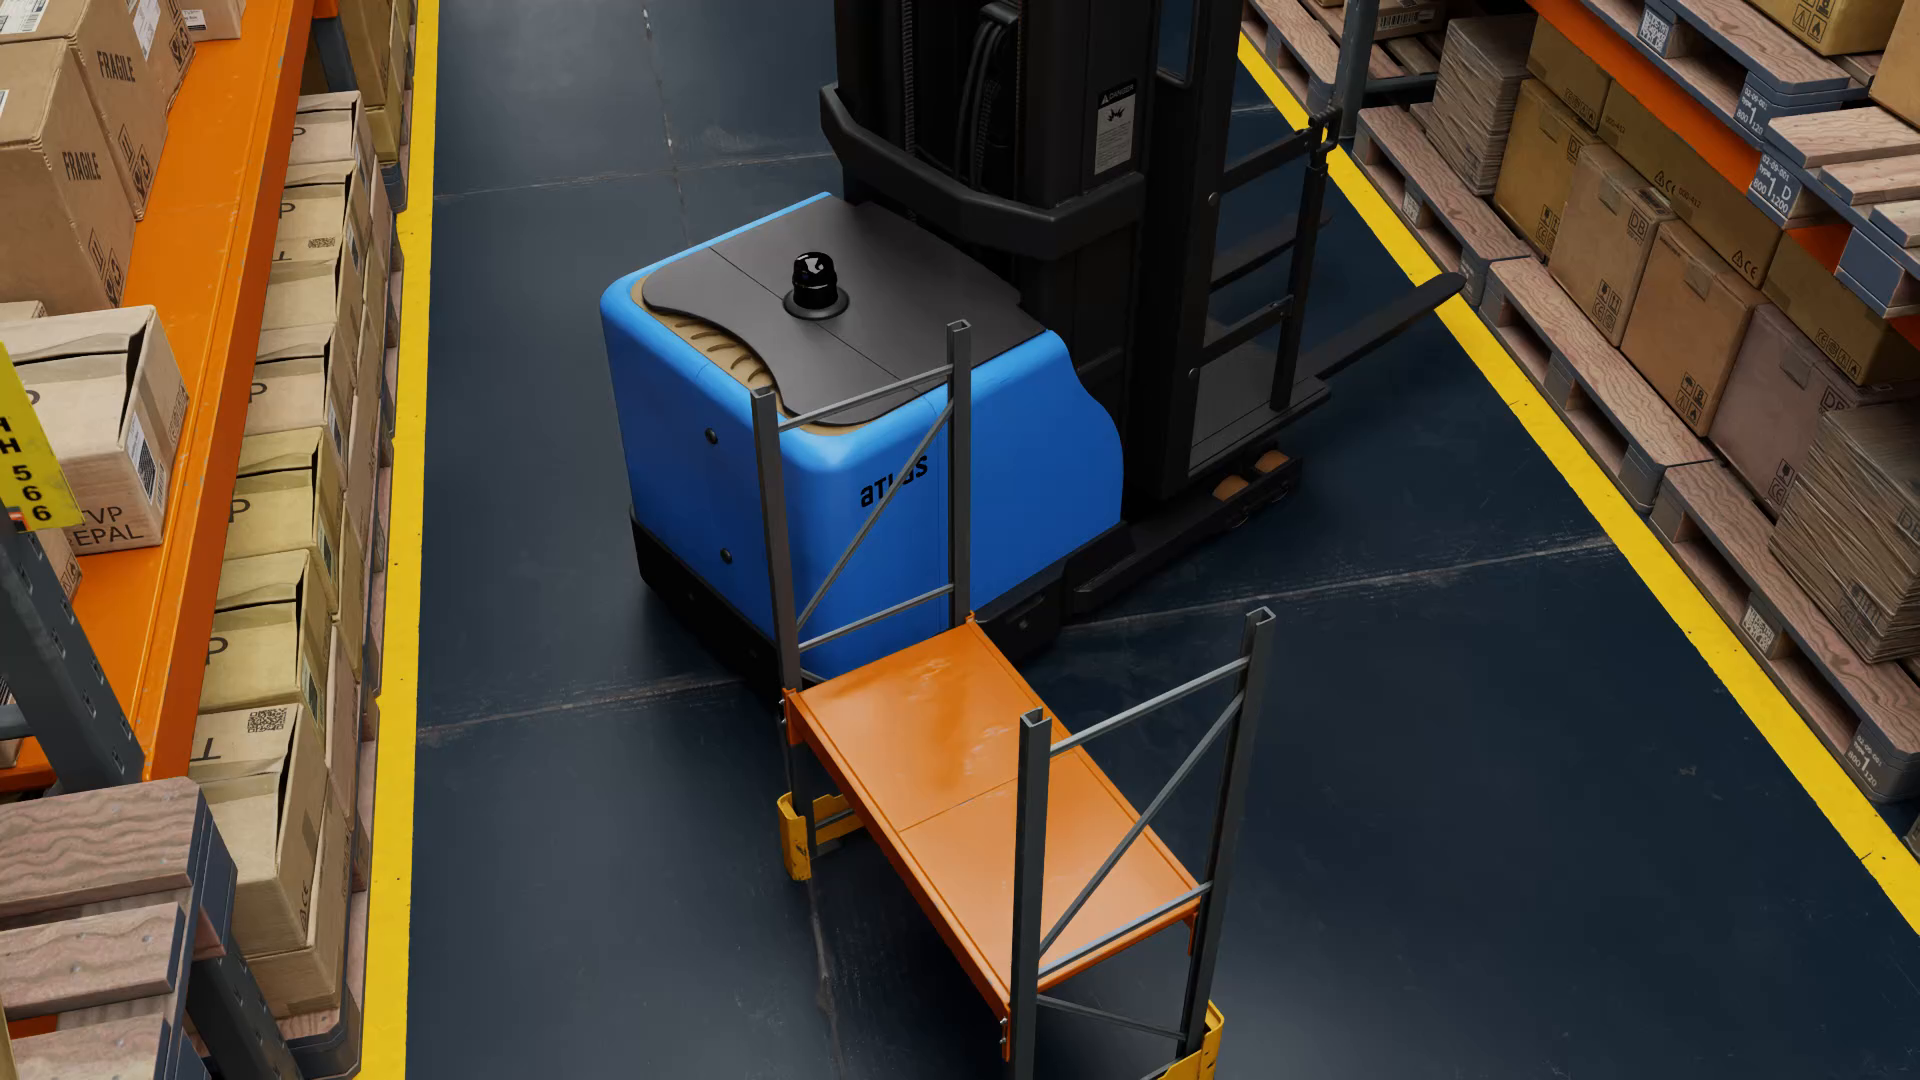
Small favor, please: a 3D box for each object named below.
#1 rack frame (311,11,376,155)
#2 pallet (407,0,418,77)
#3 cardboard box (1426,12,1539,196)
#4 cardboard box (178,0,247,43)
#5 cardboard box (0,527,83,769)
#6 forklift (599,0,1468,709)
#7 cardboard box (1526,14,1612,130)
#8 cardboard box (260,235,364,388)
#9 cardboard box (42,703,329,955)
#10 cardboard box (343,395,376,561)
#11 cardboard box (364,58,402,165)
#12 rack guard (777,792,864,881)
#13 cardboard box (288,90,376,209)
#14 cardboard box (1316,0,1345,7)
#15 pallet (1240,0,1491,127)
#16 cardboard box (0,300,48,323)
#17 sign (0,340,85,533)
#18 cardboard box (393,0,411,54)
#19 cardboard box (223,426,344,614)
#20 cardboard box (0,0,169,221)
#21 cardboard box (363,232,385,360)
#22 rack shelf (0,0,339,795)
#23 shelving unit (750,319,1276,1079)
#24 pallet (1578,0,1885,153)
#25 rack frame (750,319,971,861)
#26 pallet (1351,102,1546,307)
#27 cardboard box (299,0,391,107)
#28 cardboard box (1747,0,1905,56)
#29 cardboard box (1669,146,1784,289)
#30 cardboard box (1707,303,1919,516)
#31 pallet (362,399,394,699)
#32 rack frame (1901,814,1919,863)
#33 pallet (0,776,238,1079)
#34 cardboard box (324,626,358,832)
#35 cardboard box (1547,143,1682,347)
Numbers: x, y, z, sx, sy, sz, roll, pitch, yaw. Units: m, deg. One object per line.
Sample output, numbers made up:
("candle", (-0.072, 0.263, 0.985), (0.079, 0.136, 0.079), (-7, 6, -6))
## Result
("rack frame", (-2.729, -2.245, 5.520), (1.000, 3.000, 0.127), (-8, 42, -9))
("pallet", (-3.126, -2.516, 7.926), (1.003, 0.211, 1.213), (-8, 42, -9))
("cardboard box", (2.282, -1.712, 6.471), (0.700, 0.500, 0.500), (-7, 42, -8))
("cardboard box", (-2.360, -1.651, 4.952), (0.396, 0.266, 0.258), (-9, 42, -10))
("cardboard box", (-1.901, 0.139, 2.901), (0.500, 0.311, 0.500), (-6, 42, -7))
("forklift", (0.468, -1.370, 4.585), (3.031, 2.935, 1.130), (-30, 50, -30))
("cardboard box", (2.381, -1.708, 5.901), (0.500, 0.250, 0.500), (-9, 42, -10))
("cardboard box", (-2.138, -0.702, 5.114), (0.500, 0.311, 0.500), (-8, 42, -9))
("cardboard box", (-1.692, 0.628, 3.616), (0.500, 0.311, 0.500), (-7, 42, -8))
("cardboard box", (-2.030, -0.157, 4.922), (0.500, 0.250, 0.500), (-8, 42, -8))
("cardboard box", (-2.533, -1.718, 6.681), (0.500, 0.250, 0.500), (-8, 42, -9))
("rack guard", (-0.188, 0.665, 4.313), (0.587, 0.250, 0.087), (-21, 46, -22))
("cardboard box", (-2.362, -1.362, 5.858), (0.500, 0.311, 0.500), (-8, 42, -9))
("cardboard box", (1.844, -2.854, 7.757), (0.500, 0.500, 0.500), (-11, 43, -12))
("pallet", (1.928, -2.345, 7.733), (1.003, 0.211, 1.213), (-8, 42, -9))
("cardboard box", (-2.196, -0.377, 3.604), (0.380, 0.149, 0.250), (-5, 42, -6))
("sign", (-1.338, -0.140, 2.335), (0.100, 0.325, 0.005), (-8, 42, -9))
("cardboard box", (-2.739, -2.368, 7.413), (0.500, 0.250, 0.500), (-8, 42, -9))
("cardboard box", (-1.921, -0.043, 4.371), (0.500, 0.311, 0.500), (-9, 42, -10))
("cardboard box", (-2.357, -1.116, 4.173), (0.500, 0.500, 0.500), (-8, 42, -9))
("cardboard box", (-2.249, -0.819, 5.668), (0.500, 0.250, 0.500), (-9, 42, -10))
("rack shelf", (-2.297, -0.680, 4.298), (1.077, 0.370, 4.000), (-8, 42, -9))
("shelving unit", (0.065, 0.482, 3.577), (0.587, 1.500, 1.083), (-21, 46, -22))
("pallet", (2.503, -1.570, 4.904), (1.003, 0.211, 1.213), (-8, 42, -9))
("rack frame", (-0.198, 0.186, 3.910), (0.500, 1.500, 0.032), (-21, 46, -22))
("pallet", (2.277, -1.410, 6.680), (1.003, 0.211, 1.213), (-8, 42, -9))
("cardboard box", (-2.523, -2.000, 6.433), (0.500, 0.500, 0.500), (-8, 42, -9))
("cardboard box", (2.569, -1.674, 4.470), (0.700, 0.500, 0.500), (-8, 42, -9))
("cardboard box", (2.587, -1.045, 5.155), (0.500, 0.250, 0.500), (-9, 42, -9))
("cardboard box", (2.767, -0.404, 4.997), (0.700, 0.500, 0.500), (-8, 42, -9))
("pallet", (-2.265, 0.062, 5.021), (1.003, 0.211, 1.213), (-8, 42, -9))
("rack frame", (2.971, -0.365, 3.401), (1.000, 3.000, 0.127), (-8, 42, -9))
("pallet", (-1.651, 0.849, 2.179), (1.213, 0.211, 1.003), (-8, 42, -9))
("cardboard box", (-1.801, 0.512, 4.169), (0.500, 0.250, 0.500), (-9, 42, -10))
("cardboard box", (2.514, -1.048, 5.723), (0.700, 0.500, 0.500), (-8, 42, -9))
